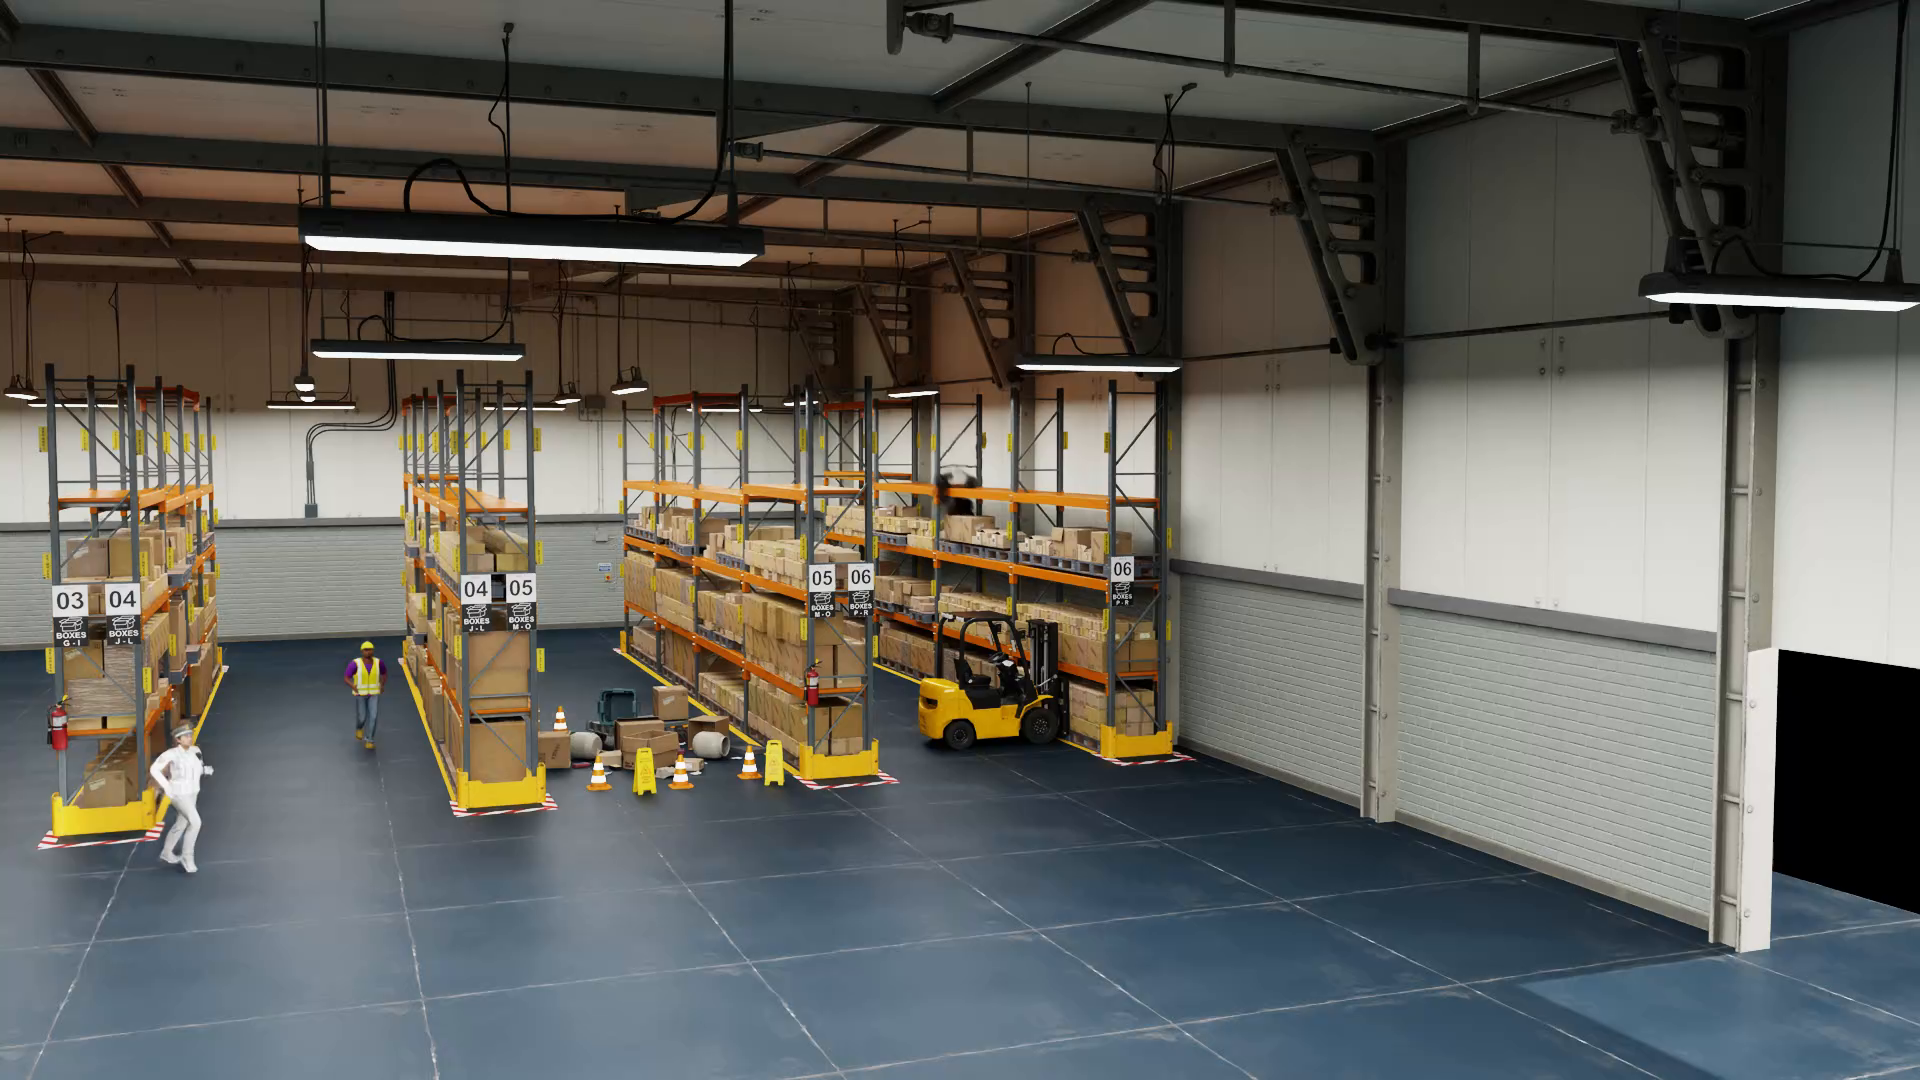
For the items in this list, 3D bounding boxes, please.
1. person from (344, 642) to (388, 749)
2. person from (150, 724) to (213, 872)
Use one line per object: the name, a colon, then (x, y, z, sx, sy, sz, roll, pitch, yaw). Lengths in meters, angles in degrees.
person: (-9.736, 2.533, 27.313, 0.697, 1.743, 0.768, -2, 4, -30)
person: (-9.121, 3.029, 19.578, 0.730, 1.755, 0.578, 1, 4, 17)
